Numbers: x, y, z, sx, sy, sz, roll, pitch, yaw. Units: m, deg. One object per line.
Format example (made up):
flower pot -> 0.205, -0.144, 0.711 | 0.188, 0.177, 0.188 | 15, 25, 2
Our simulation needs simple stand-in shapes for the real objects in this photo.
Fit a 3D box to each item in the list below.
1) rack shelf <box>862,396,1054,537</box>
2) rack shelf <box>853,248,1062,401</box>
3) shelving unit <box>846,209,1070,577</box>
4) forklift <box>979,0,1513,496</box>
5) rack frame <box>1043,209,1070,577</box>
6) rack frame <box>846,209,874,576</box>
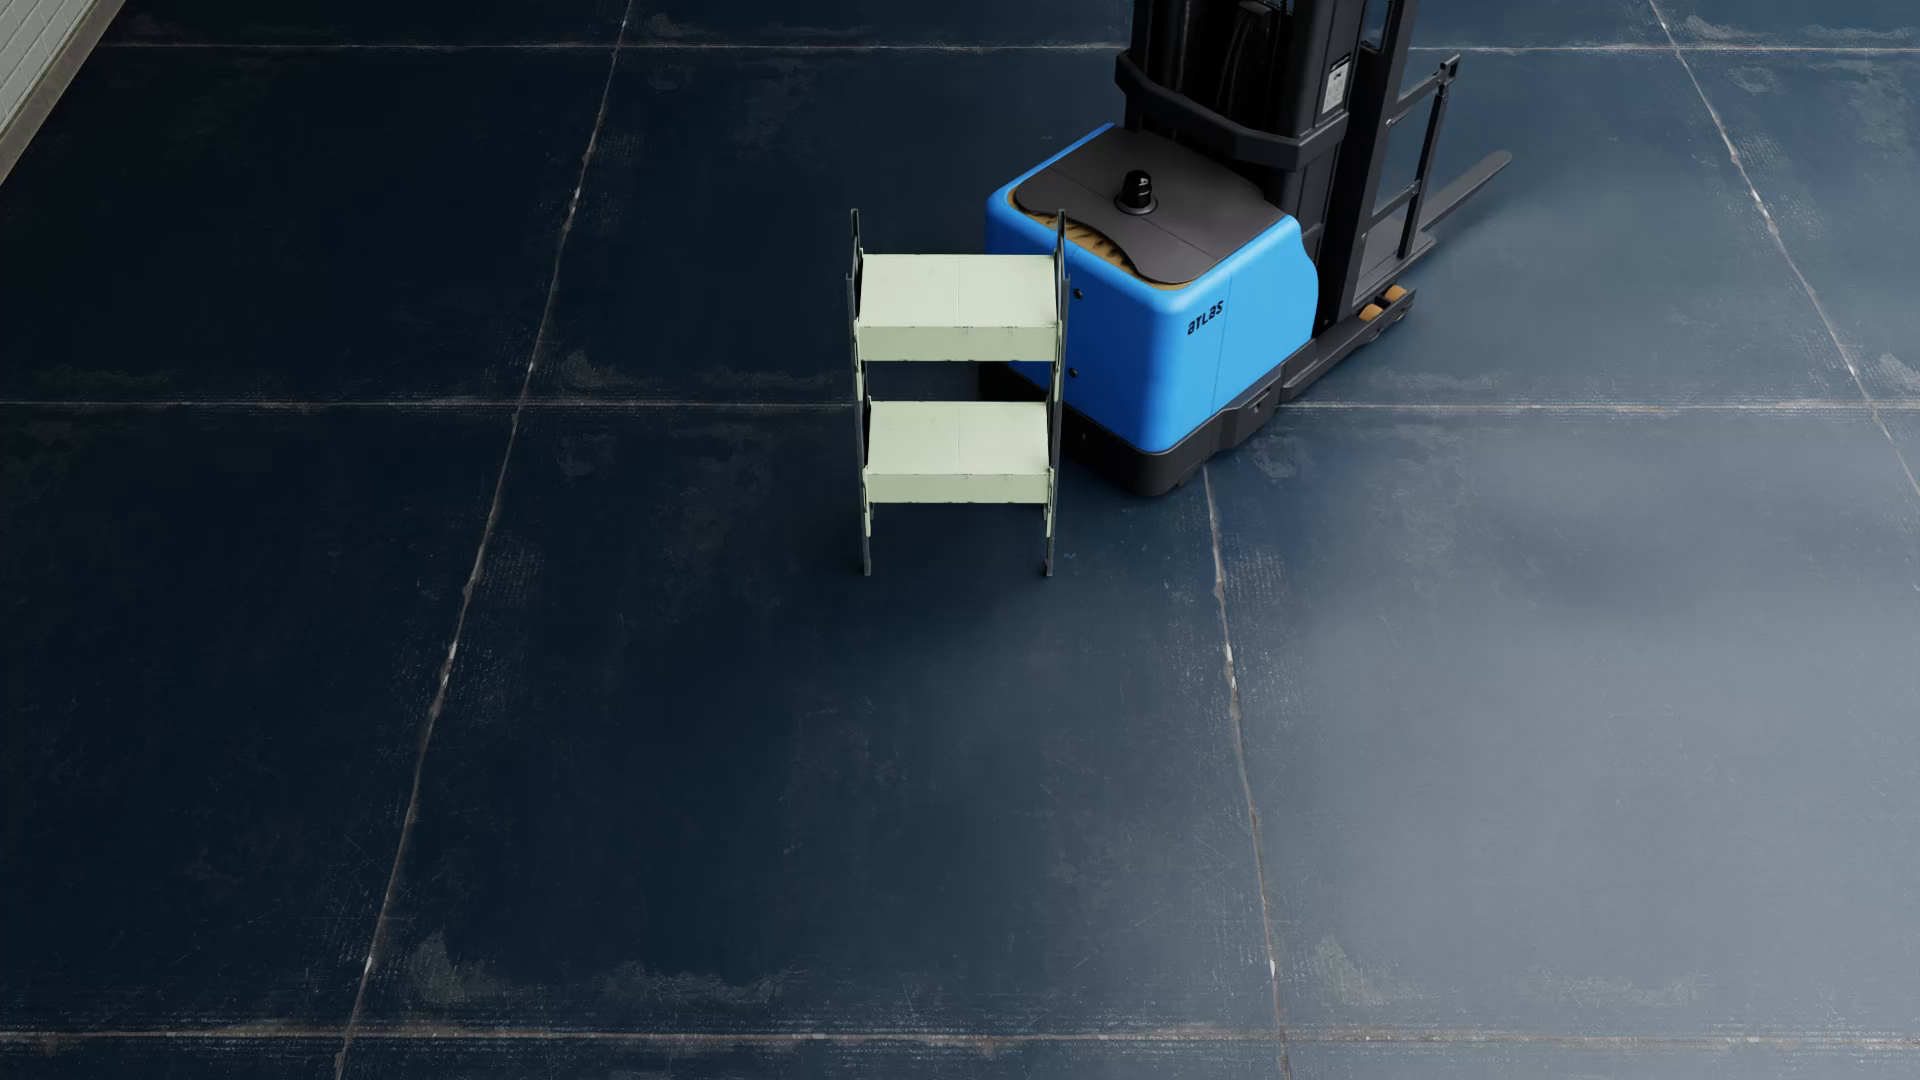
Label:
rack shelf -> -0.007, -0.289, 6.520 | 0.720, 0.370, 0.431 | 0, 47, 0
rack shelf -> -0.007, -0.777, 5.996 | 0.720, 0.370, 0.431 | 0, 47, 0
shelving unit -> -0.007, -0.511, 6.282 | 0.755, 1.500, 0.431 | 0, 47, 0
forklift -> 1.474, -2.159, 6.838 | 1.130, 2.935, 3.031 | 36, 56, 28
rack frame -> 0.359, -0.510, 6.281 | 0.023, 1.500, 0.400 | 0, 47, 0
rack frame -> -0.373, -0.512, 6.283 | 0.023, 1.500, 0.400 | 0, 47, 0
